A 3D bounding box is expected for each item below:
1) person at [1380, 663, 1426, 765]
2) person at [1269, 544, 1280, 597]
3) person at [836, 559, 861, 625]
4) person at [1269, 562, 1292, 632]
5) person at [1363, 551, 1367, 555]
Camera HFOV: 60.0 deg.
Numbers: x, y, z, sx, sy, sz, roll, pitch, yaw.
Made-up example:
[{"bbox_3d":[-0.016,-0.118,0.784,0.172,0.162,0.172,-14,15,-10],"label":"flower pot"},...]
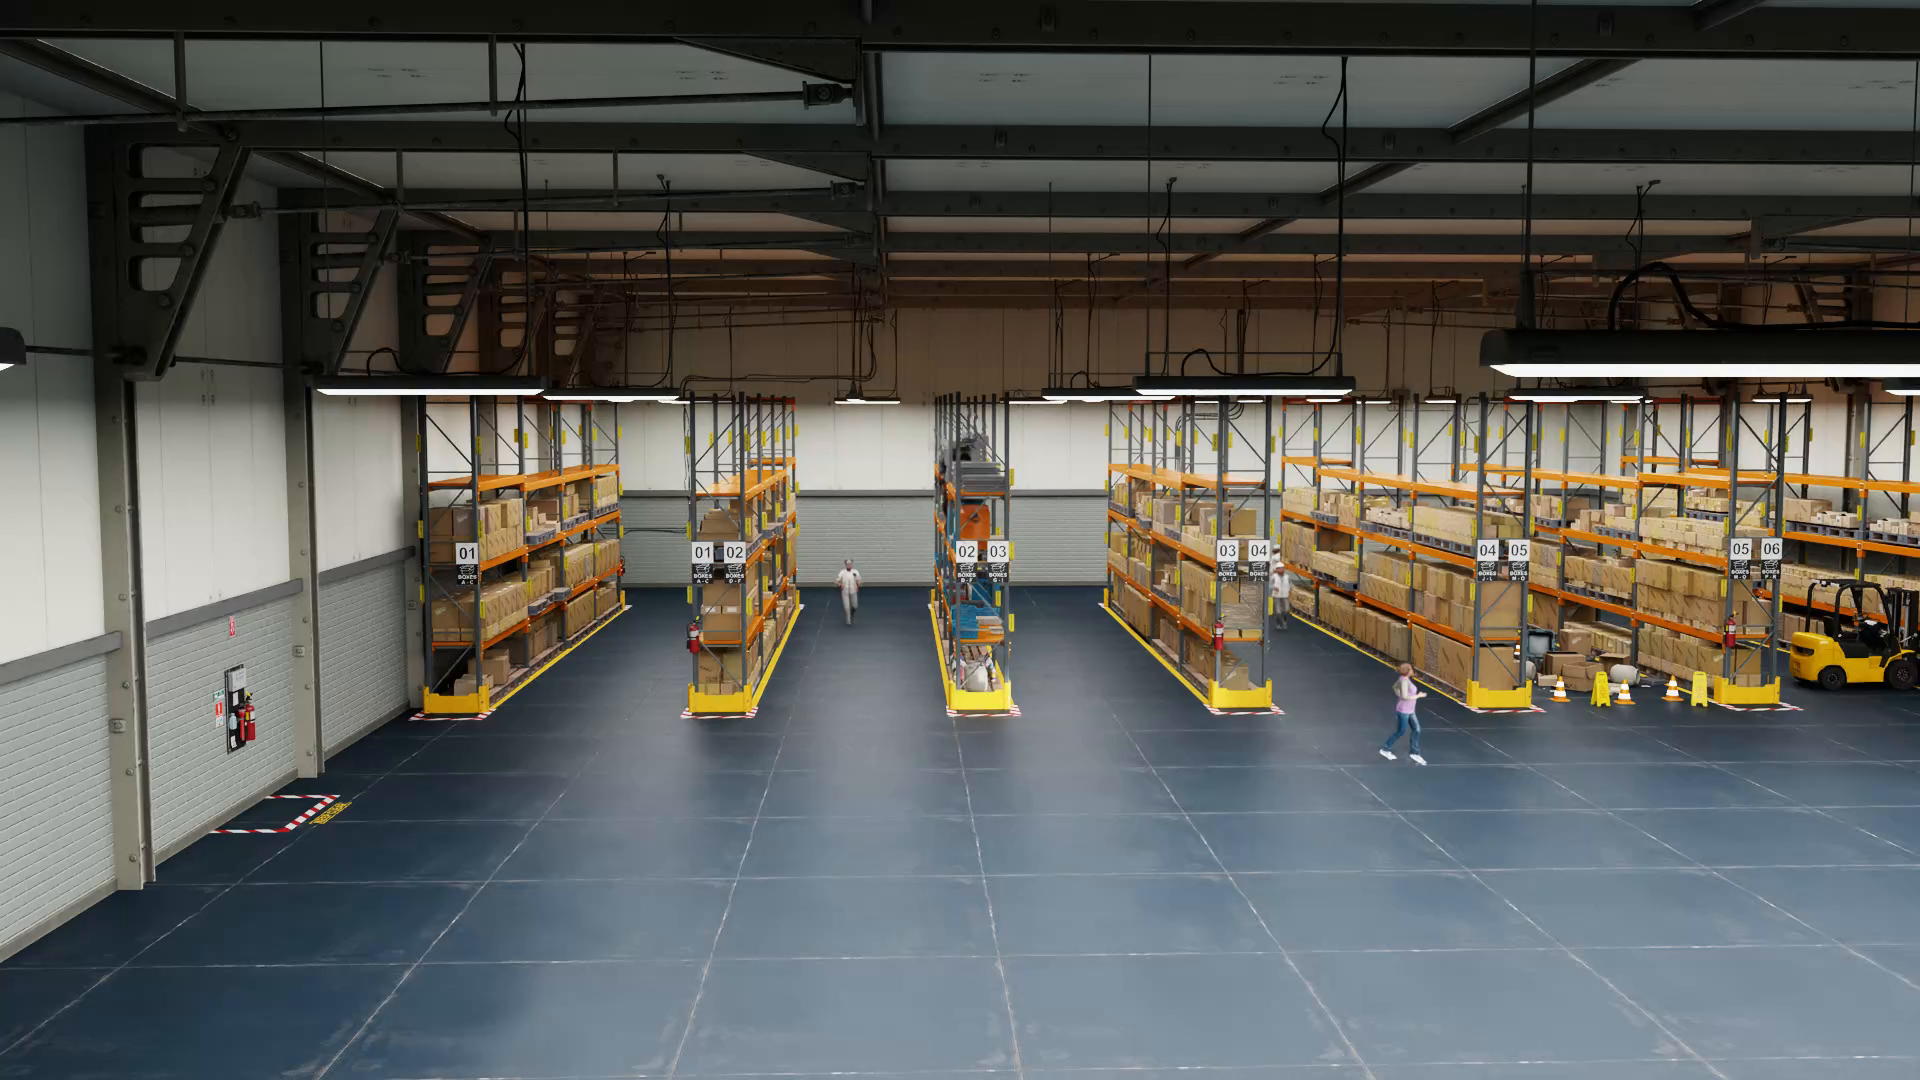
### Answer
[{"bbox_3d":[7.111,2.777,26.658,0.719,1.635,0.524,2,5,25],"label":"person"},{"bbox_3d":[9.224,0.946,49.091,0.672,1.681,0.771,1,5,14],"label":"person"},{"bbox_3d":[-2.904,1.361,43.609,0.658,1.733,0.580,-1,5,-10],"label":"person"},{"bbox_3d":[8.190,1.454,42.388,0.633,1.766,0.688,0,5,1],"label":"person"},{"bbox_3d":[11.201,1.170,46.326,0.578,1.752,0.748,-1,5,-12],"label":"person"}]
